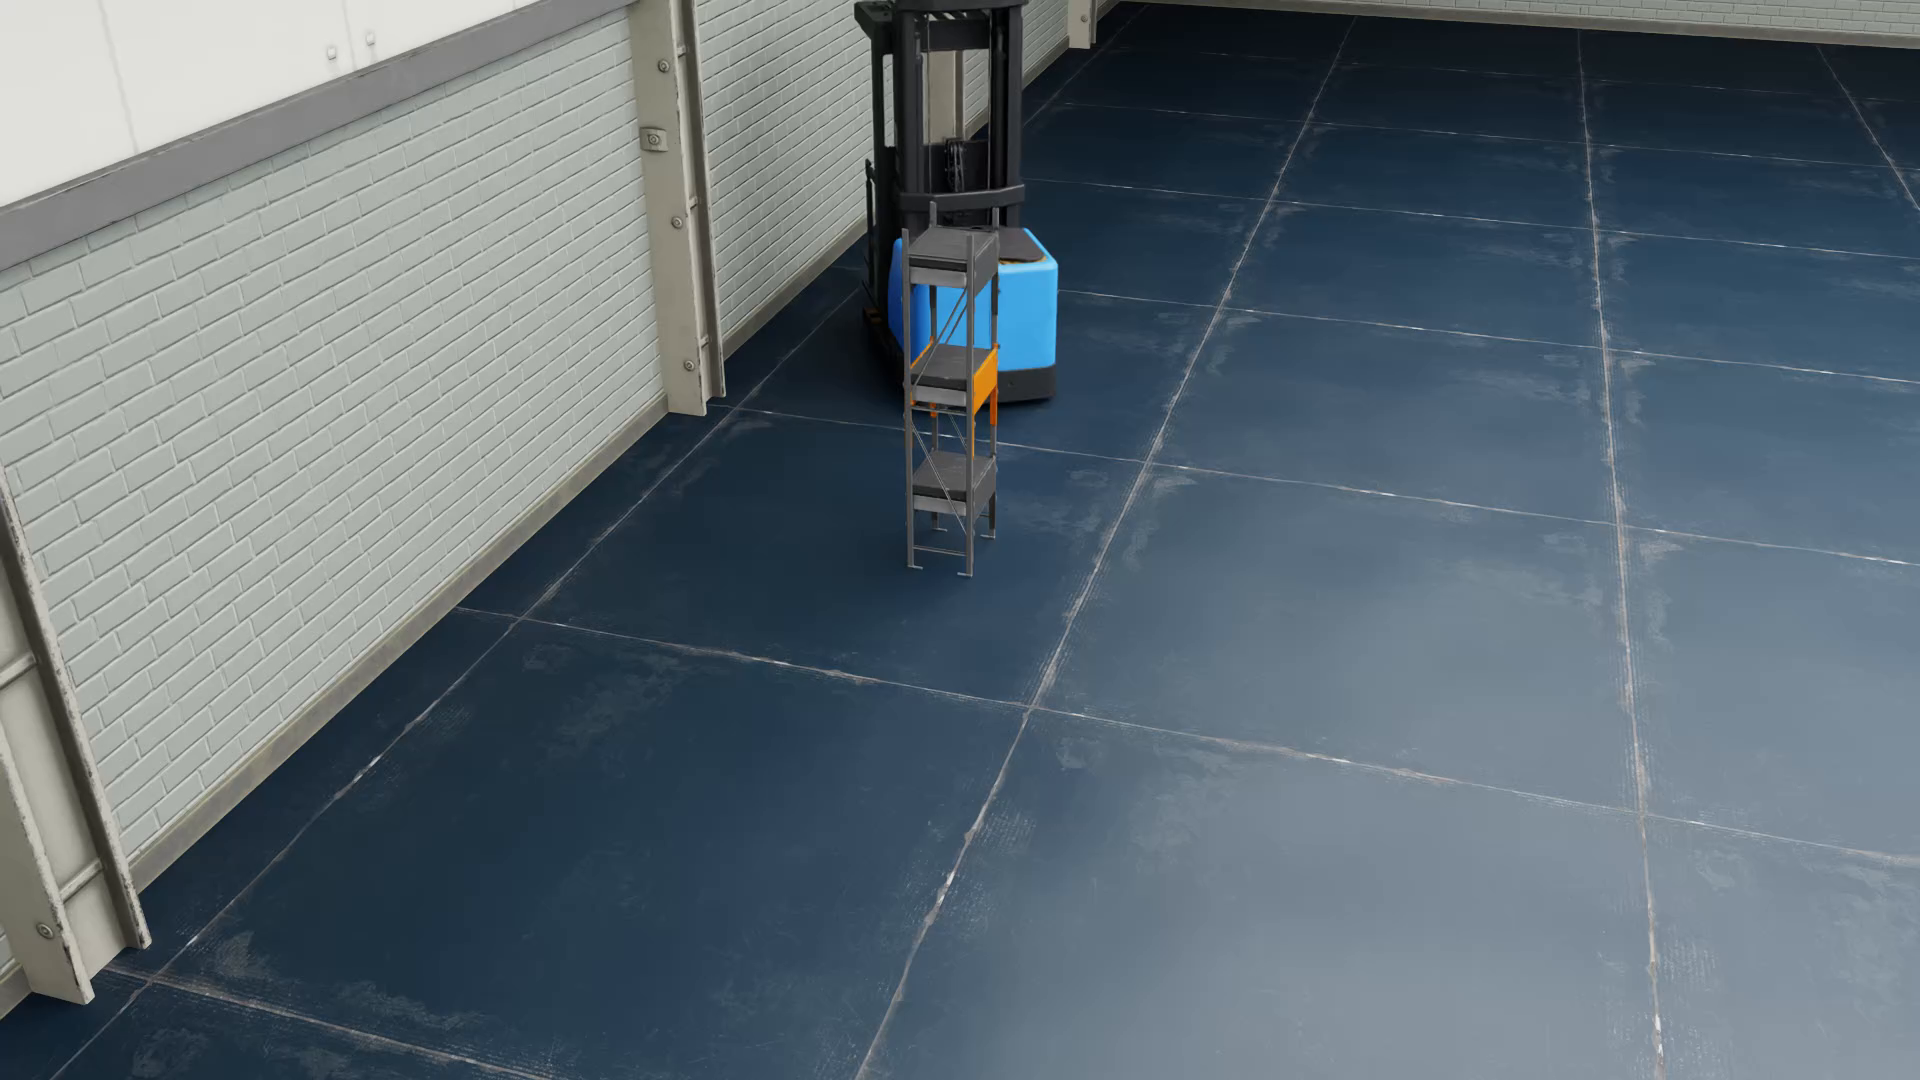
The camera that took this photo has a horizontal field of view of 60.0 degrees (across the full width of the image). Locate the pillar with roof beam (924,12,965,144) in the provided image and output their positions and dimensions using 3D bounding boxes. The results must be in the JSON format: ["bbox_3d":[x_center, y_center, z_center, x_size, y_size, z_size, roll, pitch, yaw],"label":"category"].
[{"bbox_3d":[3.963,-7.101,13.758,9.100,9.000,0.400,8,30,15],"label":"pillar with roof beam"}]

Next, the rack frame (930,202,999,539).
[{"bbox_3d":[0.023,-0.954,9.805,0.400,2.100,0.015,8,30,15],"label":"rack frame"}]

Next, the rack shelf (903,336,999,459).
[{"bbox_3d":[-0.049,-0.829,9.608,0.431,0.518,0.480,8,30,15],"label":"rack shelf"}]

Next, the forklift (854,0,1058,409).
[{"bbox_3d":[-0.151,-2.903,12.453,1.130,2.935,3.031,-7,30,-12],"label":"forklift"}]

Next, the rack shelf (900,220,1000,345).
[{"bbox_3d":[-0.049,-1.440,9.268,0.431,0.518,0.480,8,30,15],"label":"rack shelf"}]

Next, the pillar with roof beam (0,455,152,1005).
[{"bbox_3d":[0.440,-1.524,3.733,9.100,9.000,0.400,8,30,15],"label":"pillar with roof beam"}]

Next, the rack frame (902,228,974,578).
[{"bbox_3d":[-0.120,-0.727,9.397,0.400,2.100,0.015,8,30,15],"label":"rack frame"}]

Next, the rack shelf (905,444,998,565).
[{"bbox_3d":[-0.049,-0.217,9.948,0.431,0.518,0.480,8,30,15],"label":"rack shelf"}]

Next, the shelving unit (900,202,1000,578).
[{"bbox_3d":[-0.049,-0.841,9.601,0.431,2.100,0.503,8,30,15],"label":"shelving unit"}]

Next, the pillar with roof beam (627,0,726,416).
[{"bbox_3d":[2.201,-4.313,8.746,9.100,9.000,0.400,8,30,15],"label":"pillar with roof beam"}]

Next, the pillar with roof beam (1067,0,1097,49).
[{"bbox_3d":[5.724,-9.889,18.770,9.100,9.000,0.400,8,30,15],"label":"pillar with roof beam"}]
